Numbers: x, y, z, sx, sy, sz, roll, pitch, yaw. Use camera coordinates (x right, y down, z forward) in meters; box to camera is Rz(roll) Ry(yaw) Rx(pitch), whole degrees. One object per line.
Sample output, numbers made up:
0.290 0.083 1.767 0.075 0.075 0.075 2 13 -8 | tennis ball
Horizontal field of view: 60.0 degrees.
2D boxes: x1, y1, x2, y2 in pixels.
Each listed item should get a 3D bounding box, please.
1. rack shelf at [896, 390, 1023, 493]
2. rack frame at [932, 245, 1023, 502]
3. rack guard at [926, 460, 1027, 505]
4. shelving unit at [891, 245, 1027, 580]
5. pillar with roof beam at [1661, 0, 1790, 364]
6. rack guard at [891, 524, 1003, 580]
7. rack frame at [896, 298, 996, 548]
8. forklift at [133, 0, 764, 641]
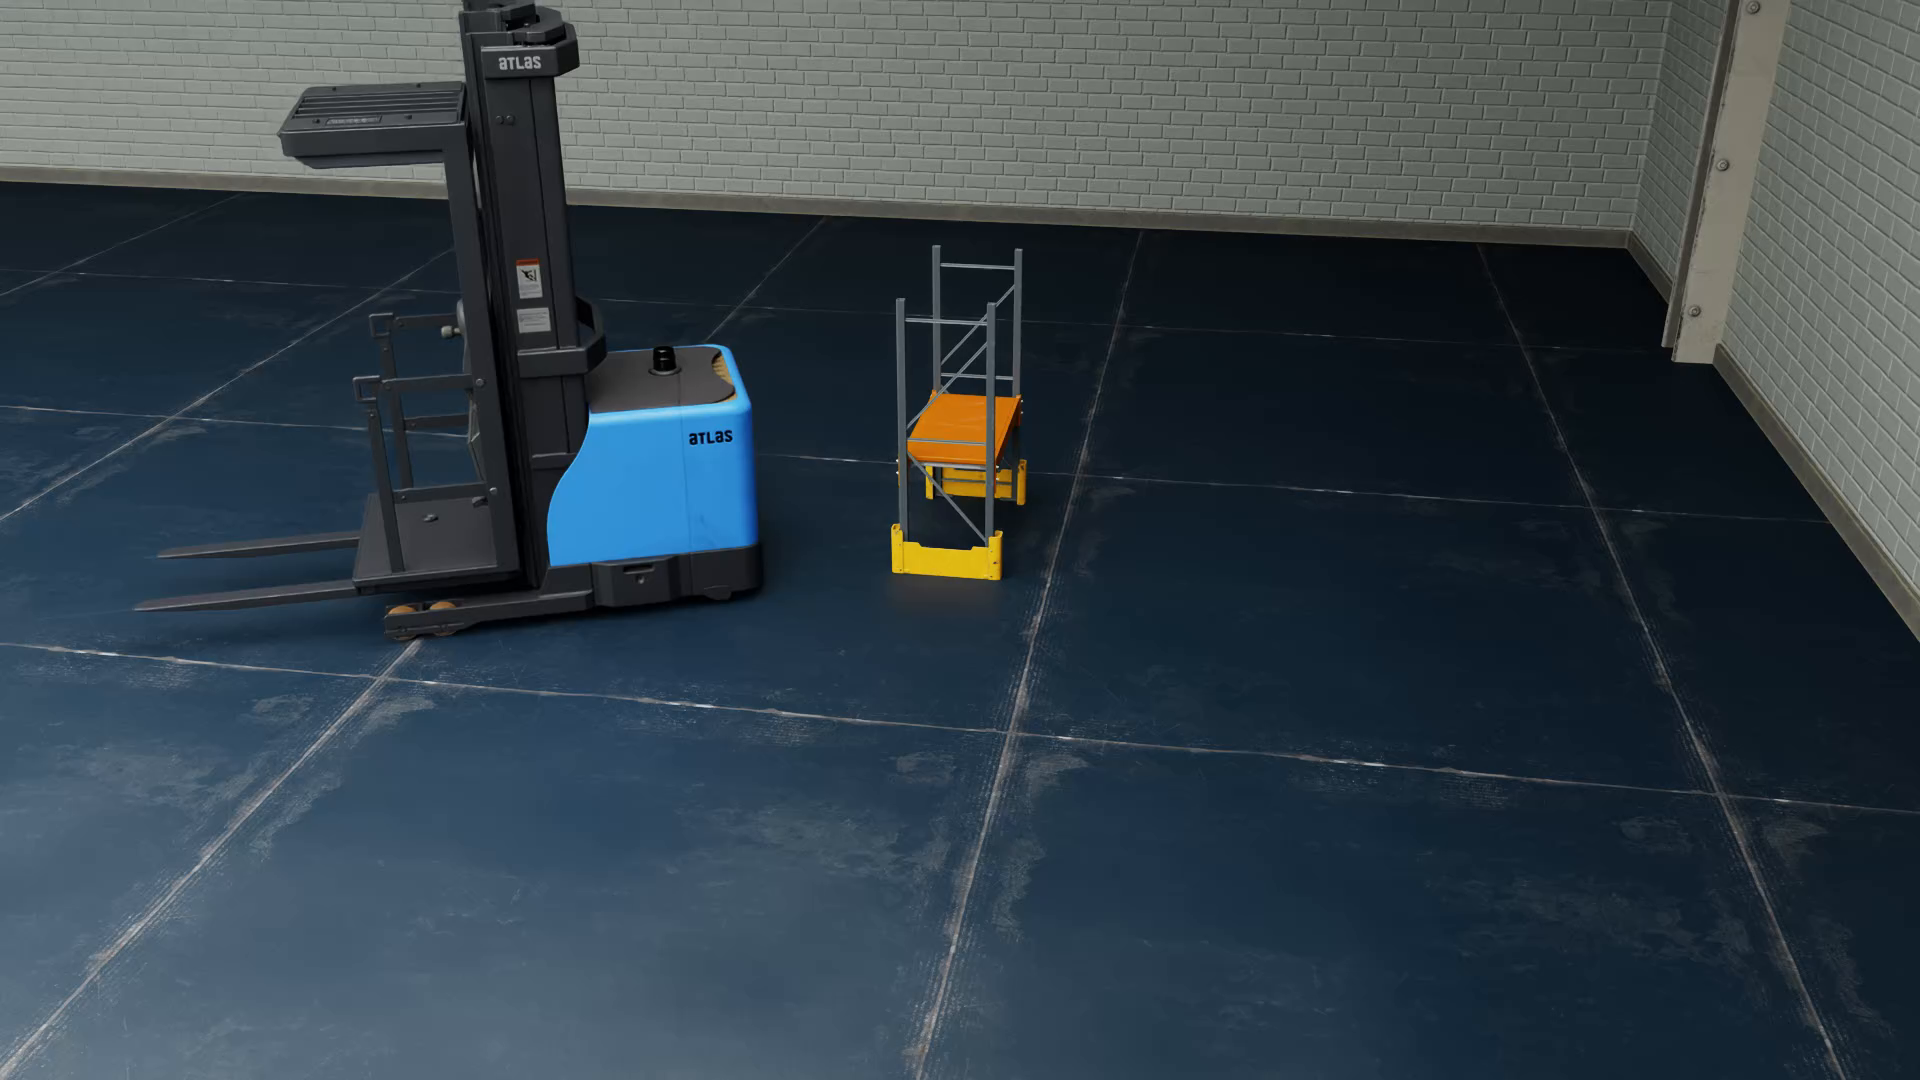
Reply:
0.014 -0.552 9.085 0.538 0.185 1.000 4 25 9 | rack shelf
0.097 -0.928 9.462 0.500 1.500 0.032 4 25 9 | rack frame
0.094 -0.353 9.710 0.587 0.250 0.087 4 25 9 | rack guard
0.012 -0.711 9.000 0.587 1.500 1.083 4 25 9 | shelving unit
1.081 -5.733 10.883 9.100 9.000 0.400 4 25 9 | pillar with roof beam
-0.069 0.063 8.820 0.587 0.250 0.087 4 25 9 | rack guard
-0.069 -0.502 8.554 0.500 1.500 0.032 4 25 9 | rack frame
-2.590 -1.079 8.099 3.031 2.935 1.130 -6 26 -12 | forklift
